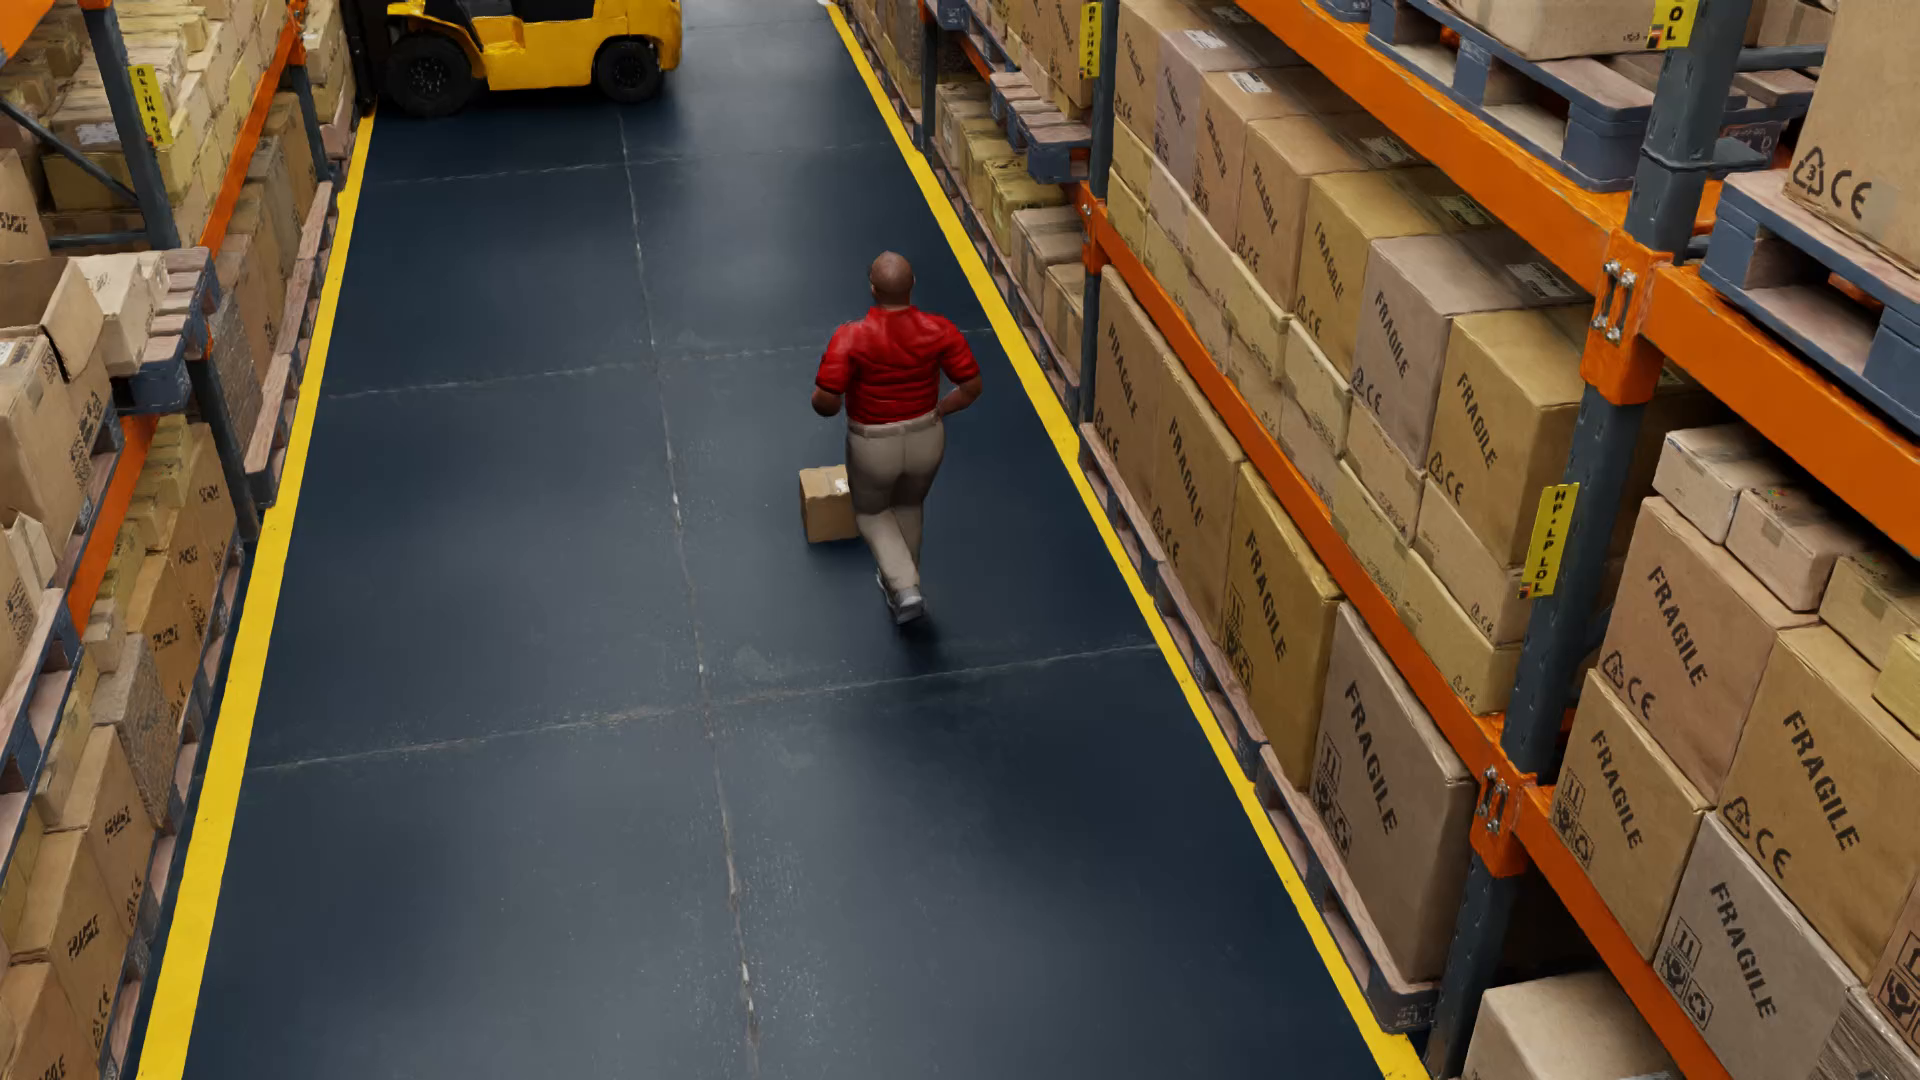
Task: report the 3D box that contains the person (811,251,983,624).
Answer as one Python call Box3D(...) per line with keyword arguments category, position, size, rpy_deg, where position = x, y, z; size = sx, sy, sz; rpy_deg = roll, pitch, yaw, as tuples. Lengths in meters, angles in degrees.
Box3D(category="person", position=(-0.269, -0.376, 6.734), size=(0.678, 1.692, 0.659), rpy_deg=(-9, 35, -13))
